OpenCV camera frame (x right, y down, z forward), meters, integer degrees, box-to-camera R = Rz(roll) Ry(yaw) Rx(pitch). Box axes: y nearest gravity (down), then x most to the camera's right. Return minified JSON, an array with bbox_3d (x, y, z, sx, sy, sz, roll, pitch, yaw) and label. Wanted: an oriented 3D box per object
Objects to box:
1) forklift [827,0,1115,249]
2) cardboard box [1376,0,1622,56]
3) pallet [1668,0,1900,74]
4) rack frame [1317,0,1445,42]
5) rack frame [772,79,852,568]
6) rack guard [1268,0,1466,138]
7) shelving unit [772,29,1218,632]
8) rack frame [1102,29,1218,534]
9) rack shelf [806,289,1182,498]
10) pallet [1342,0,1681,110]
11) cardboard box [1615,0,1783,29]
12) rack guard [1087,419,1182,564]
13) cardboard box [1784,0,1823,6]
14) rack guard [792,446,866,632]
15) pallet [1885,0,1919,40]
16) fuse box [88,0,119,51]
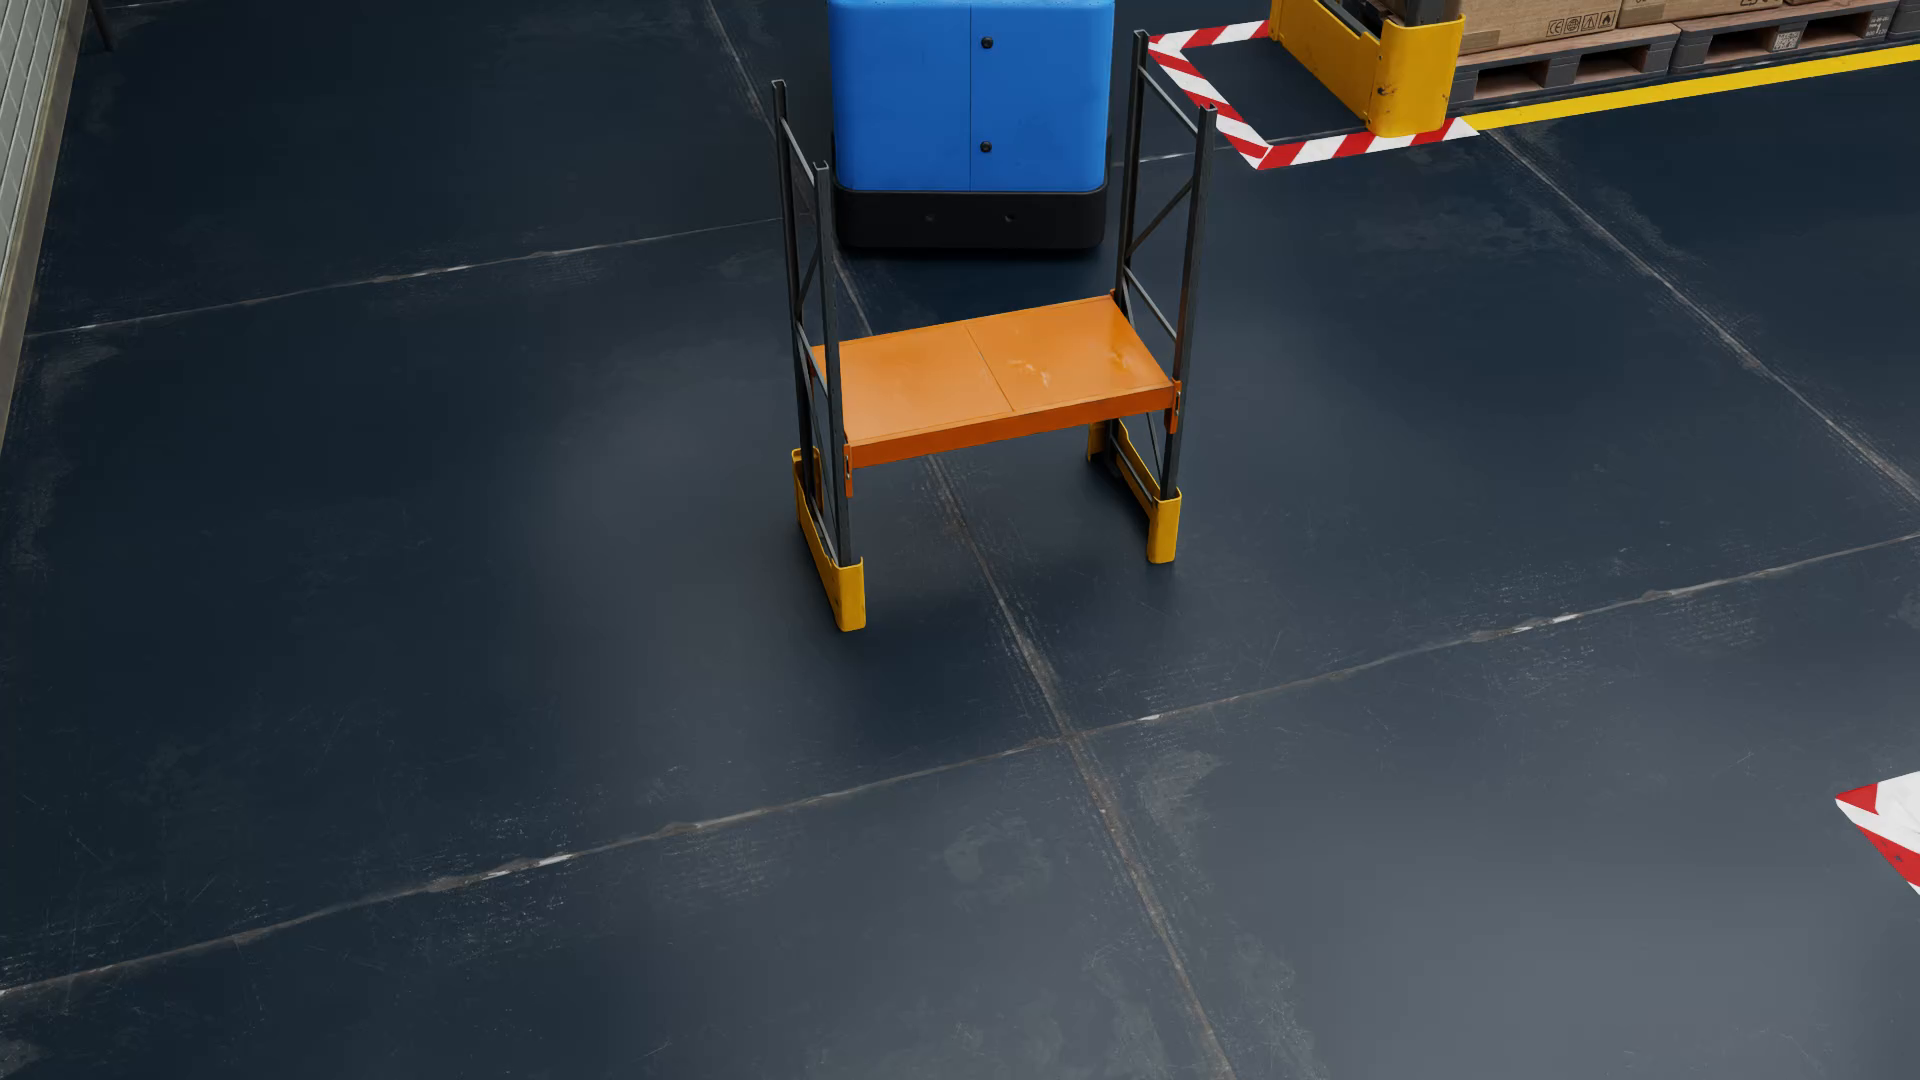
[{"bbox_3d":[0.061,-3.174,6.655,1.130,2.935,3.031,1,41,1],"label":"forklift"},{"bbox_3d":[2.436,-2.665,7.649,0.875,0.438,0.875,-13,43,-15],"label":"cardboard box"},{"bbox_3d":[3.737,-2.674,8.150,1.213,0.211,1.003,-12,42,-13],"label":"pallet"},{"bbox_3d":[1.837,-3.278,6.723,0.127,3.000,1.000,-12,42,-13],"label":"rack frame"},{"bbox_3d":[-0.403,-0.481,4.661,0.032,1.500,0.500,-12,42,-13],"label":"rack frame"},{"bbox_3d":[1.814,-2.332,7.540,0.348,0.500,1.175,-12,42,-13],"label":"rack guard"},{"bbox_3d":[0.073,-0.580,4.774,1.083,1.500,0.587,-12,42,-13],"label":"shelving unit"},{"bbox_3d":[0.566,-0.682,4.891,0.032,1.500,0.500,-12,42,-13],"label":"rack frame"},{"bbox_3d":[0.081,-0.446,4.894,1.000,0.185,0.538,-12,42,-13],"label":"rack shelf"},{"bbox_3d":[2.576,-2.435,7.877,1.213,0.211,1.003,-12,42,-13],"label":"pallet"},{"bbox_3d":[3.306,-2.851,7.862,0.875,0.438,0.875,-11,42,-12],"label":"cardboard box"},{"bbox_3d":[0.548,-0.208,5.298,0.087,0.250,0.587,-12,42,-13],"label":"rack guard"},{"bbox_3d":[4.167,-3.028,8.064,0.875,0.438,0.875,-13,43,-14],"label":"cardboard box"},{"bbox_3d":[-0.402,-0.011,5.072,0.087,0.250,0.587,-12,42,-13],"label":"rack guard"},{"bbox_3d":[4.903,-2.918,8.429,1.213,0.211,1.003,-12,42,-13],"label":"pallet"},{"bbox_3d":[-4.027,-3.011,7.396,0.414,1.711,0.539,-12,42,-13],"label":"fuse box"}]
